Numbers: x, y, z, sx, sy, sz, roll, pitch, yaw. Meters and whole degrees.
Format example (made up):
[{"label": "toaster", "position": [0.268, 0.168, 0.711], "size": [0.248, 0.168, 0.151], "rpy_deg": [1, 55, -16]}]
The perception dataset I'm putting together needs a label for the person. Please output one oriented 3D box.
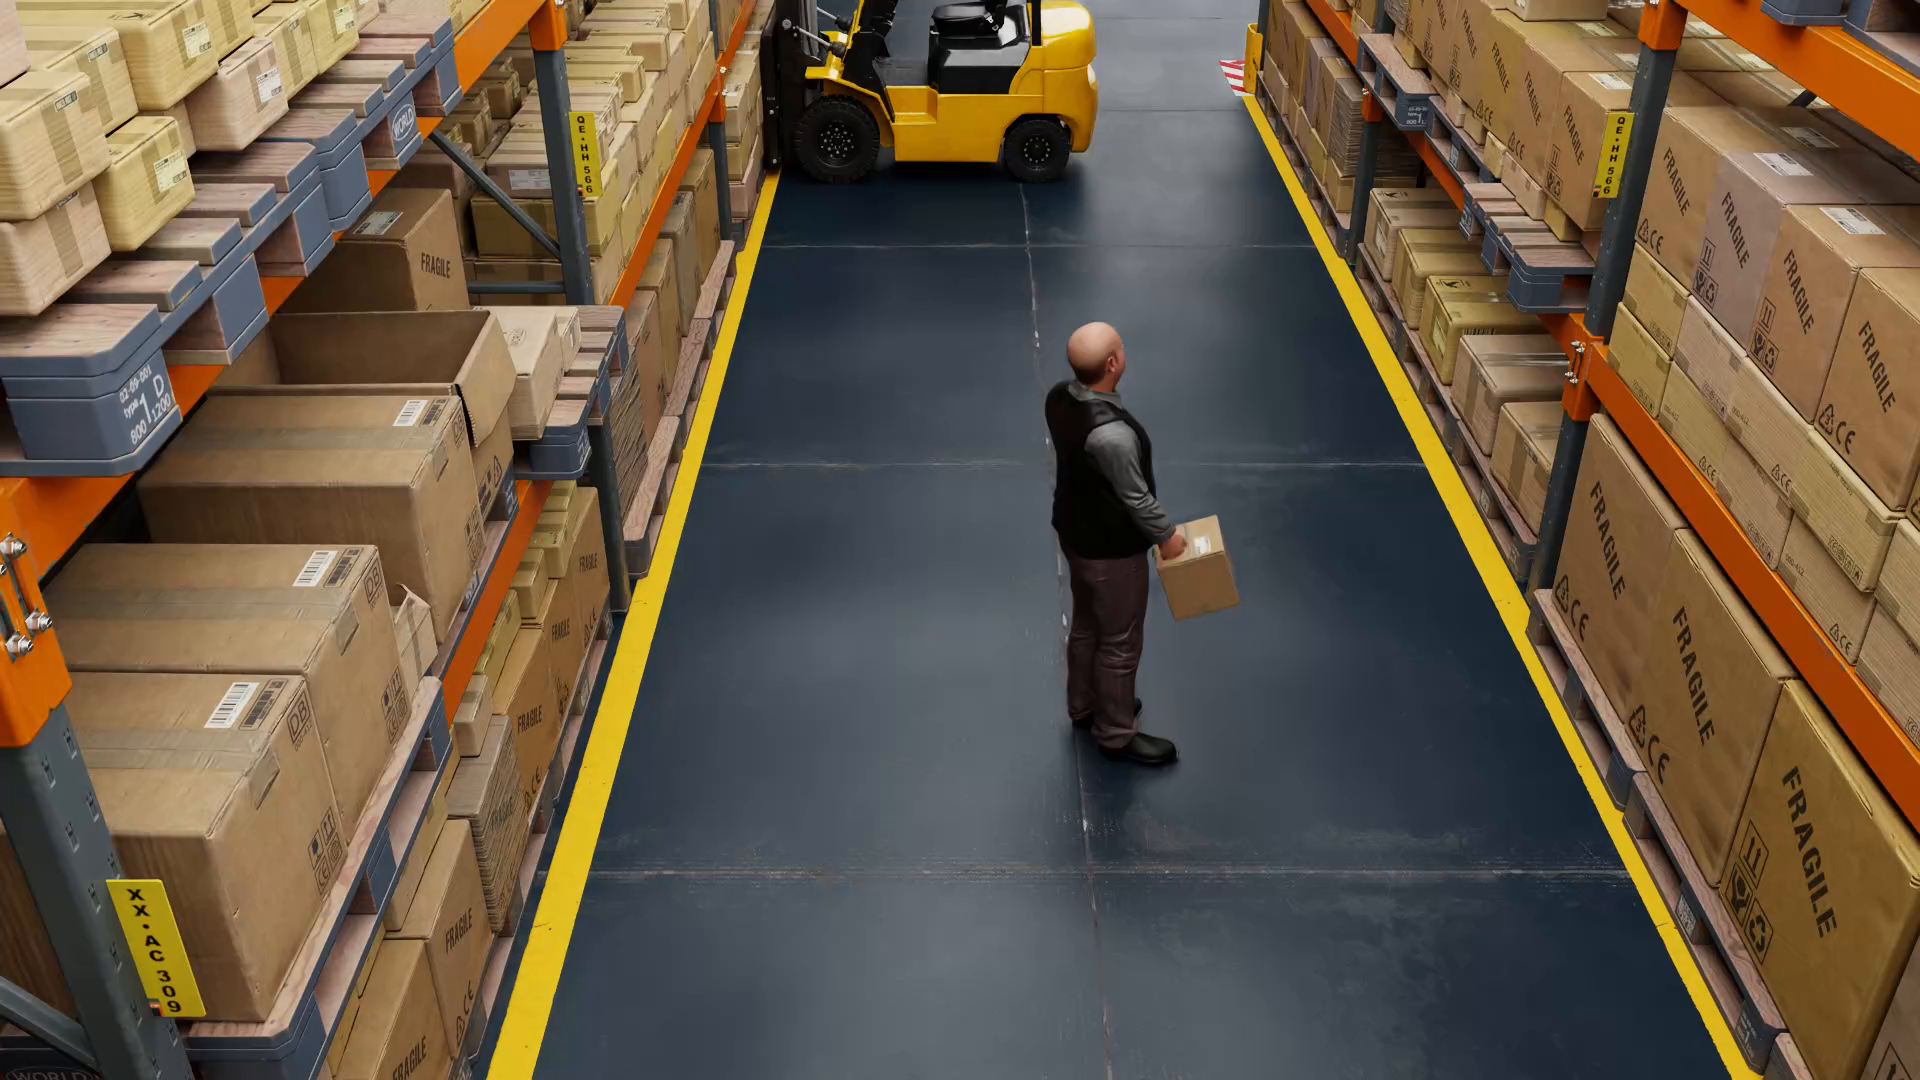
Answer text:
[{"label": "person", "position": [0.574, 0.004, 6.138], "size": [0.469, 1.726, 0.574], "rpy_deg": [-10, 33, -15]}]
